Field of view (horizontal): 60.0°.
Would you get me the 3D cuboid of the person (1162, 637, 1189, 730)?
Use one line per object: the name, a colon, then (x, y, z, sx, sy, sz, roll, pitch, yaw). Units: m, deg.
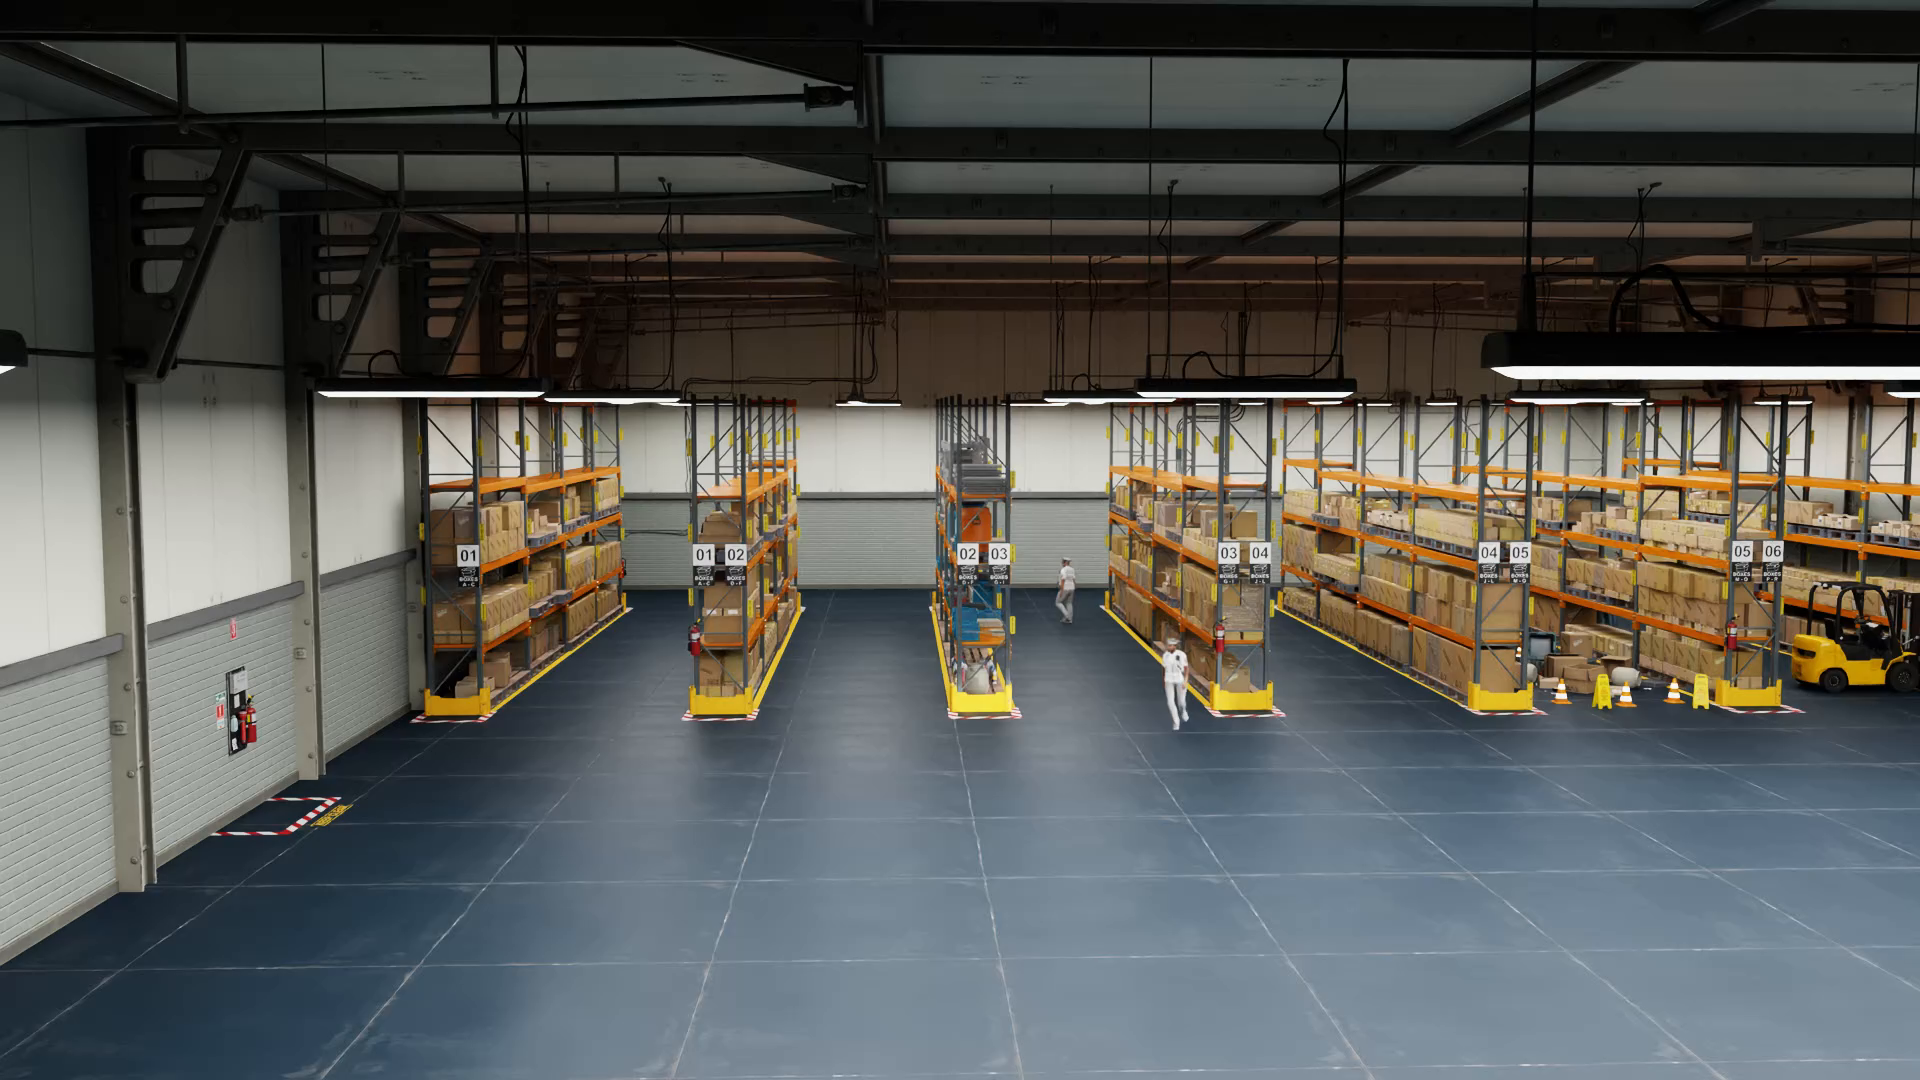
person: (3.877, 2.556, 29.915, 0.504, 1.649, 0.545, 2, 5, 19)

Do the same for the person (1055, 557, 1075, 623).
person: (2.864, 1.347, 44.472, 0.476, 1.752, 0.579, 4, 6, 44)

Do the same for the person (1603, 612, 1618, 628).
person: (16.470, 1.618, 42.112, 0.462, 1.596, 0.480, 0, 5, -4)
